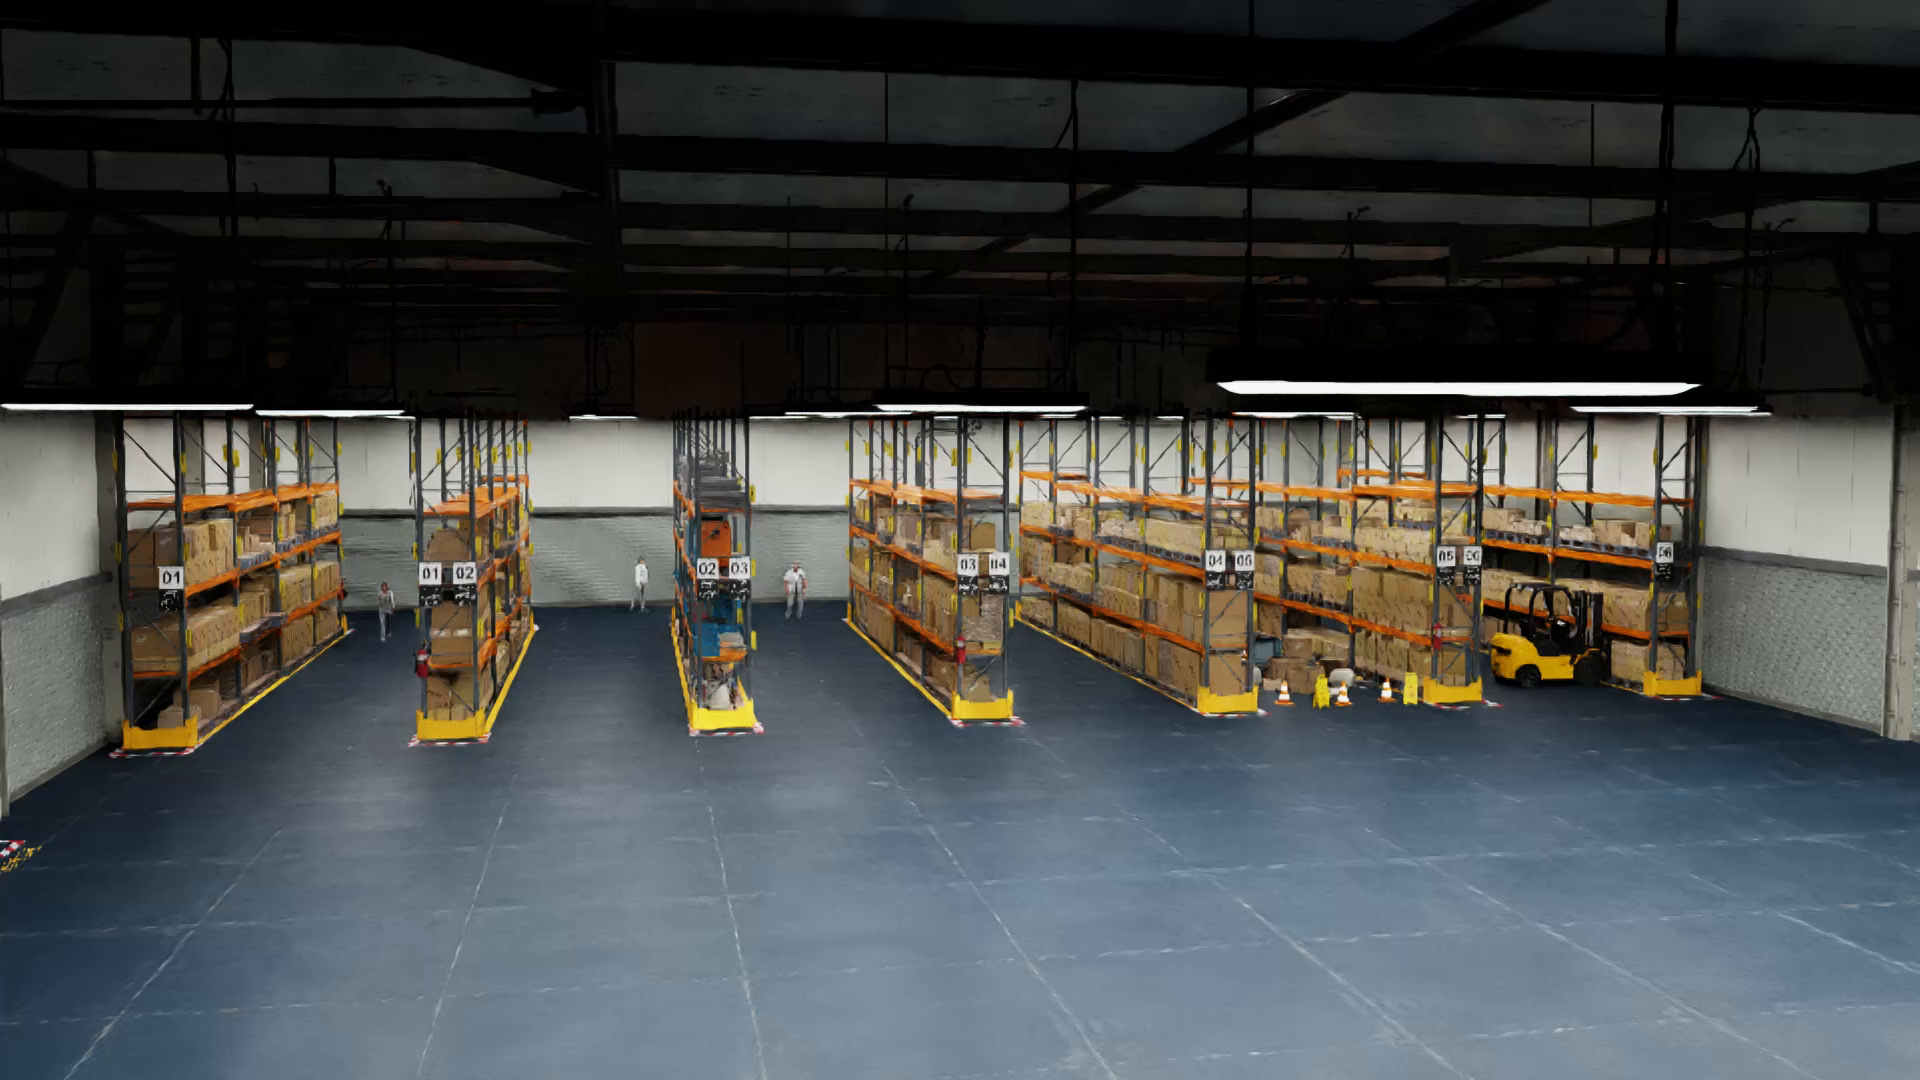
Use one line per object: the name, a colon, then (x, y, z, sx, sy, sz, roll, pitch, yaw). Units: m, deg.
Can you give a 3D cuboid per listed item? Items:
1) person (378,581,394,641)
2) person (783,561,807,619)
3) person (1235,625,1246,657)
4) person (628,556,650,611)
person: (-15.046, 1.843, 43.628, 0.430, 1.540, 0.948, -1, 4, -12)
person: (-4.781, 1.445, 48.210, 0.682, 1.715, 0.542, -1, 4, -13)
person: (6.529, 2.057, 39.228, 0.462, 1.709, 0.673, 1, 4, 14)
person: (-9.735, 1.322, 50.301, 0.452, 1.671, 0.642, 2, 5, 28)
